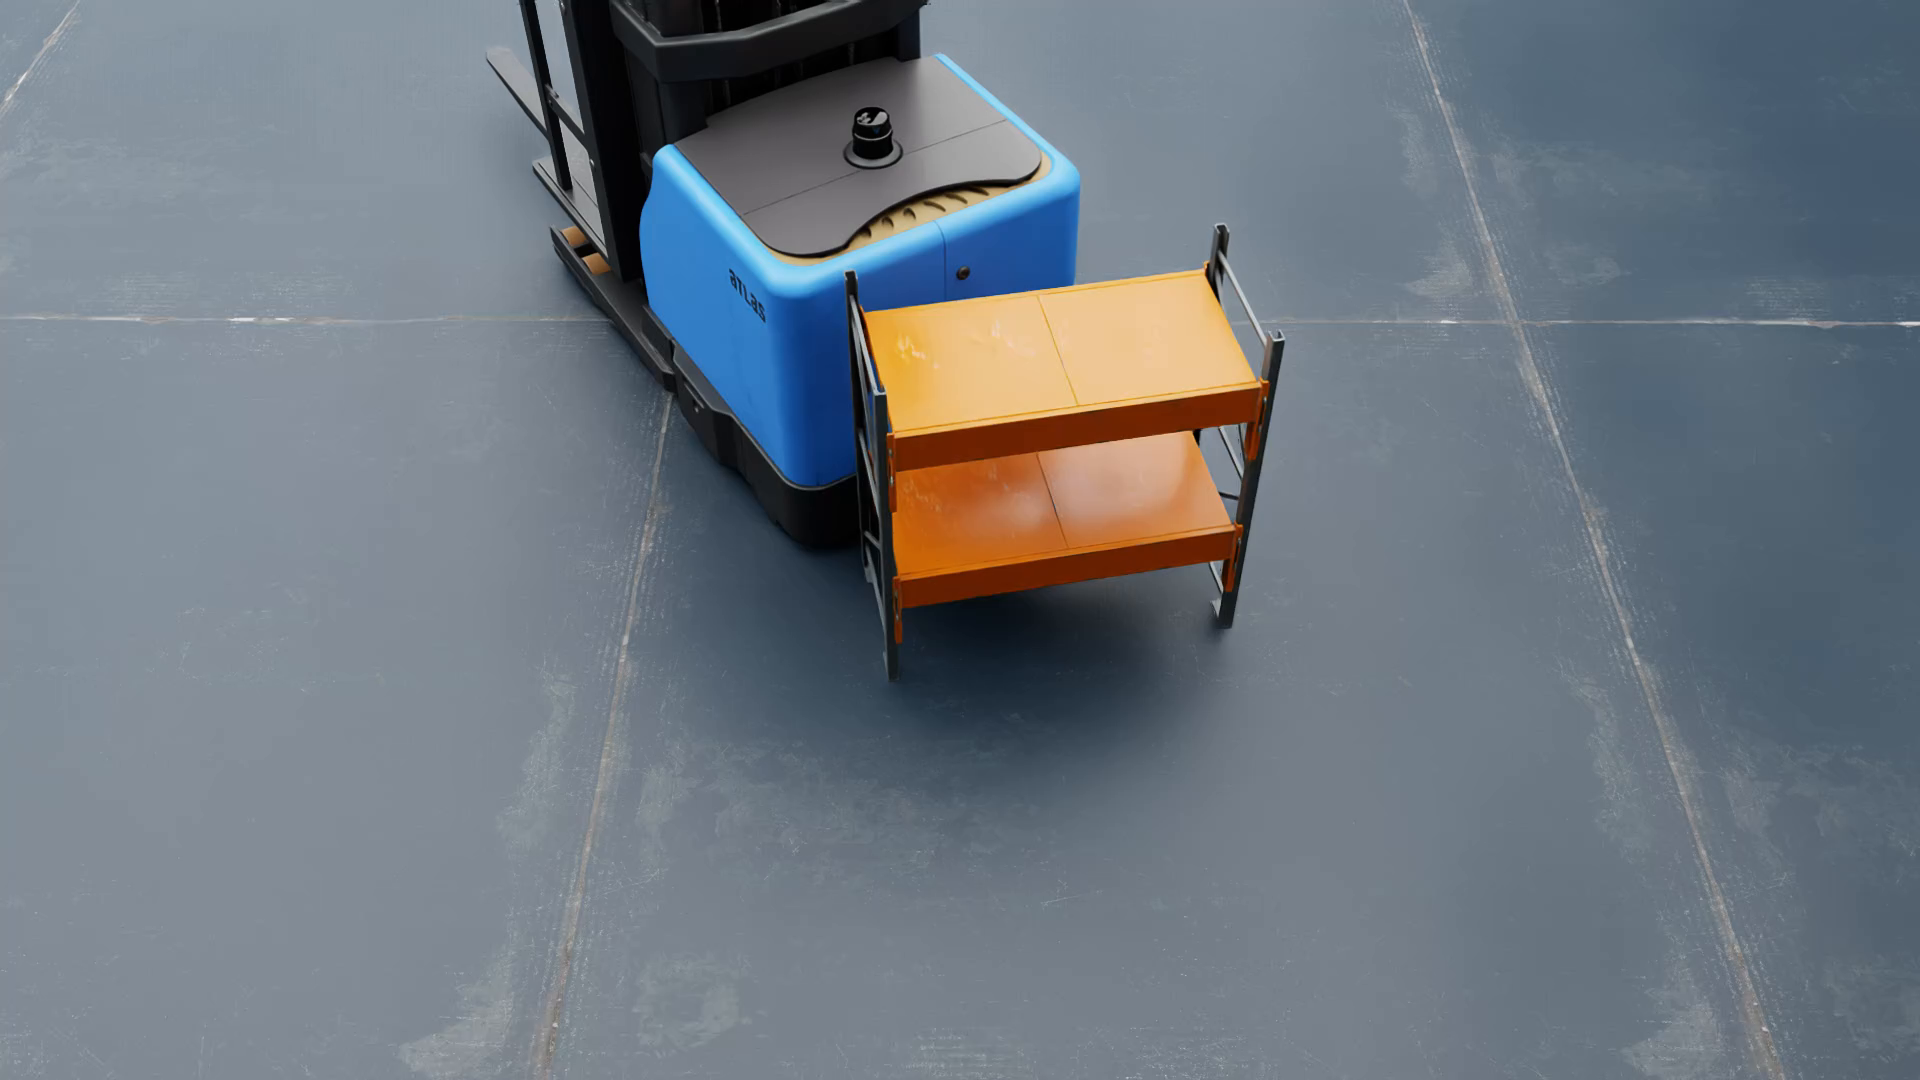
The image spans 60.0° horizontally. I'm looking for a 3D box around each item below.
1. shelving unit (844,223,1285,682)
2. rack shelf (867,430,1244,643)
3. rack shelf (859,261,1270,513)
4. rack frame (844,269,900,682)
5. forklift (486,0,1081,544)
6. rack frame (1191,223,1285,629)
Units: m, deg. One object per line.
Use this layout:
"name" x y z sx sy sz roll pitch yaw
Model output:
"shelving unit" 0.256 -0.223 4.689 1.048 1.125 0.538 -8 48 -8
"rack shelf" 0.256 -0.056 4.868 1.000 0.278 0.538 -8 48 -8
"rack shelf" 0.256 -0.422 4.475 1.000 0.278 0.538 -8 48 -8
"rack frame" -0.242 -0.149 4.620 0.032 1.125 0.500 -8 48 -8
"forklift" -0.848 -2.047 5.153 1.130 2.935 3.031 -25 52 -21
"rack frame" 0.754 -0.297 4.758 0.032 1.125 0.500 -8 48 -8
